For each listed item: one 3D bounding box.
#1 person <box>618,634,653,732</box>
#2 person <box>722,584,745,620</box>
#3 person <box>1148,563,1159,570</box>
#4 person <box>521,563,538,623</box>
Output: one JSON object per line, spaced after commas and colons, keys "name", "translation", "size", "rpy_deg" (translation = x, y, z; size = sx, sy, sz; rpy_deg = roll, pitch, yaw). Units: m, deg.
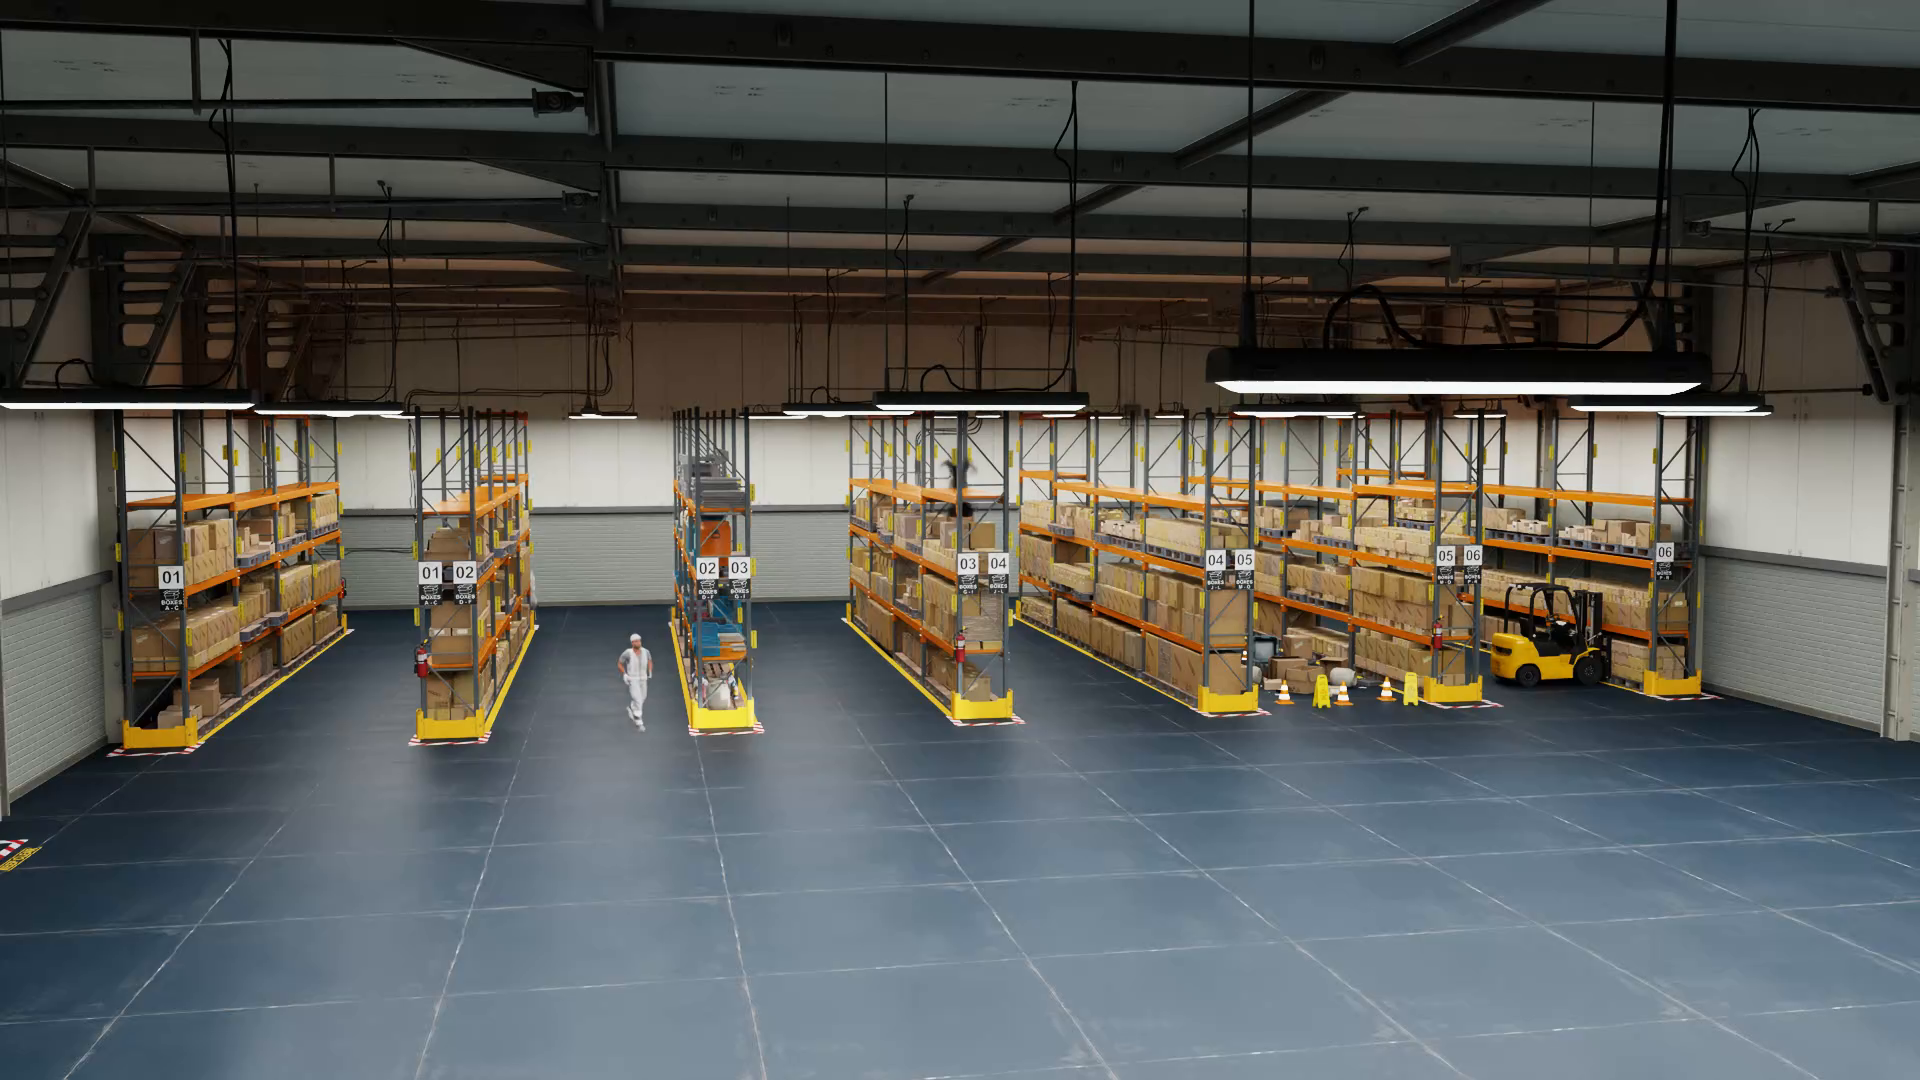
{"name": "person", "translation": [-6.060, 2.634, 31.028], "size": [0.659, 1.802, 0.822], "rpy_deg": [-3, 5, -35]}
{"name": "person", "translation": [-6.711, 1.426, 47.873], "size": [0.986, 1.754, 0.734], "rpy_deg": [1, 4, 9]}
{"name": "person", "translation": [5.883, 1.218, 50.795], "size": [0.841, 1.816, 0.692], "rpy_deg": [-1, 4, -20]}
{"name": "person", "translation": [-12.338, 1.474, 47.412], "size": [0.833, 1.826, 0.622], "rpy_deg": [3, 5, 40]}
